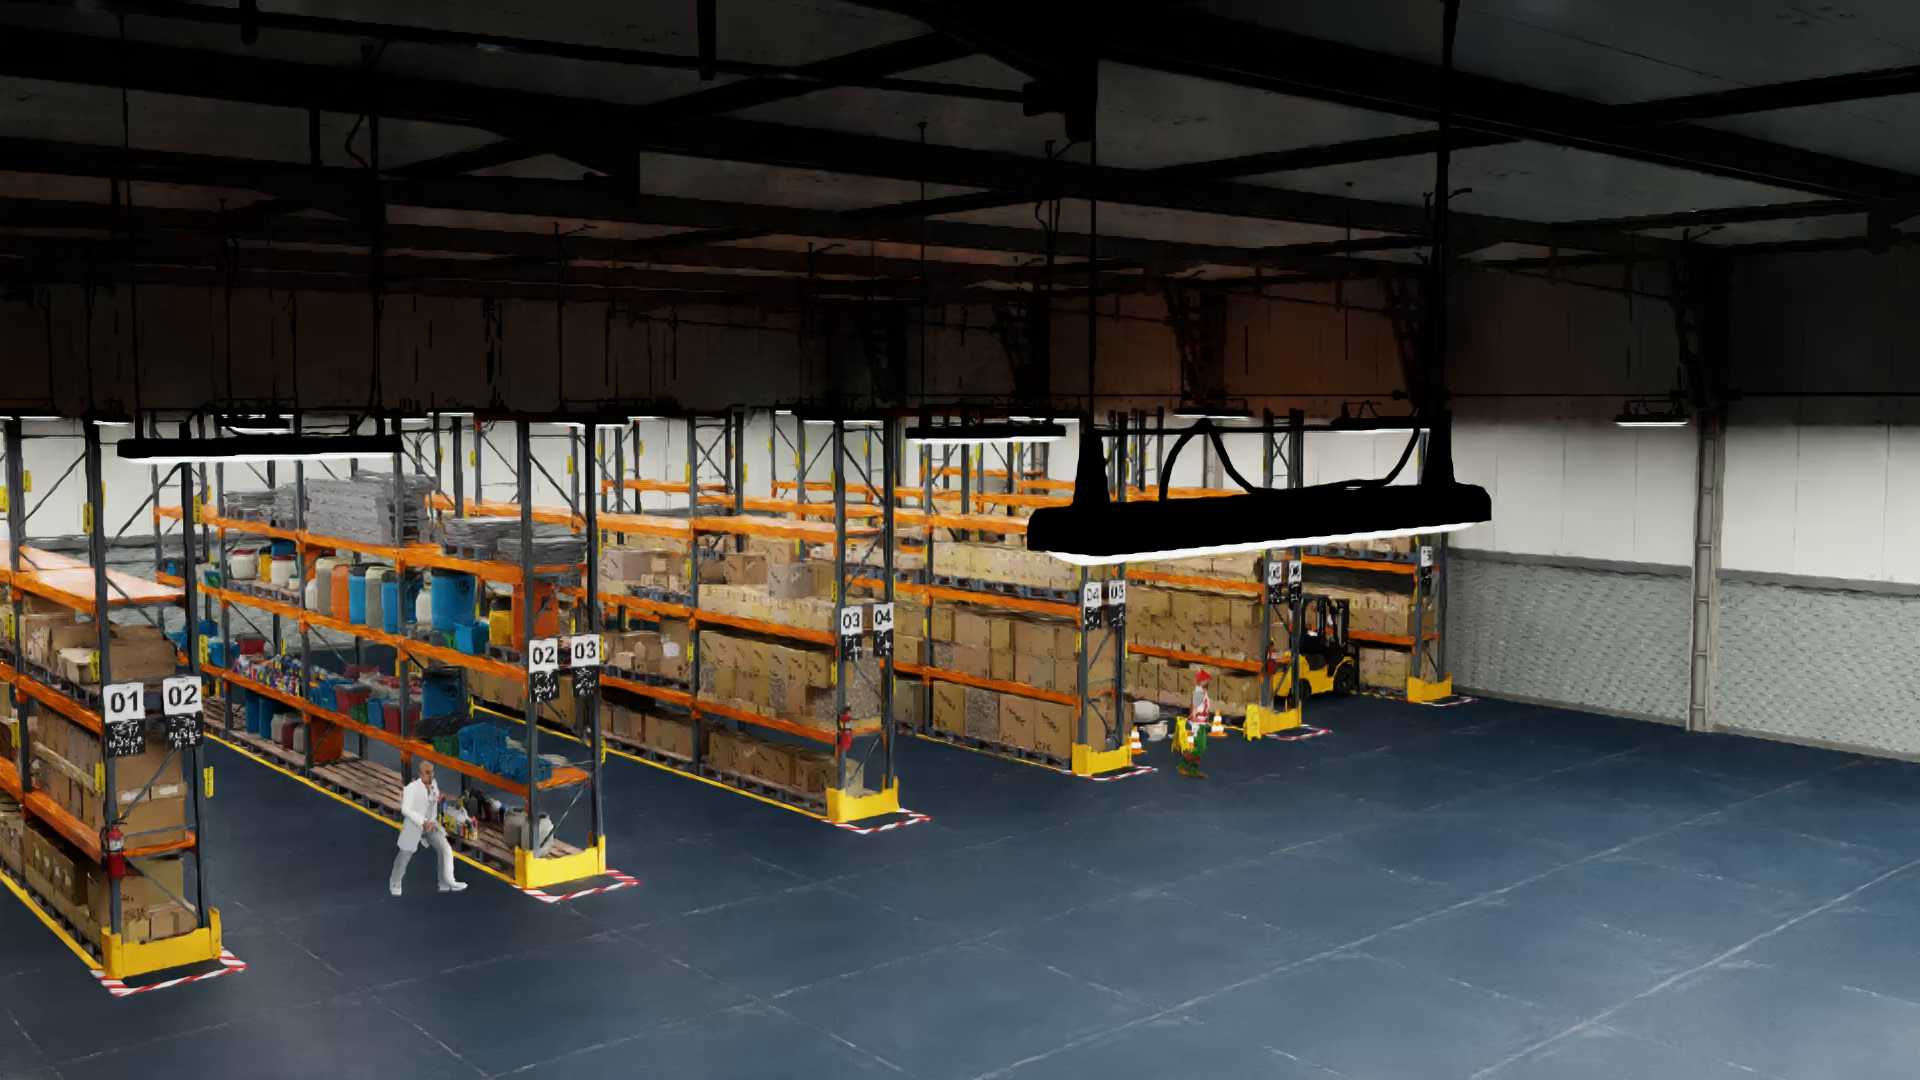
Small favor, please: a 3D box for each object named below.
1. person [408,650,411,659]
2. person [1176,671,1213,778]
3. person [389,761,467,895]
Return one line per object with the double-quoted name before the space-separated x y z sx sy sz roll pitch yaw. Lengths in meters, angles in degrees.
"person" -13.149 1.998 39.470 0.633 1.717 0.467 2 5 19
"person" 3.864 3.039 27.428 0.572 1.780 0.589 1 5 14
"person" -6.814 3.621 21.013 0.901 1.710 0.735 3 6 33
